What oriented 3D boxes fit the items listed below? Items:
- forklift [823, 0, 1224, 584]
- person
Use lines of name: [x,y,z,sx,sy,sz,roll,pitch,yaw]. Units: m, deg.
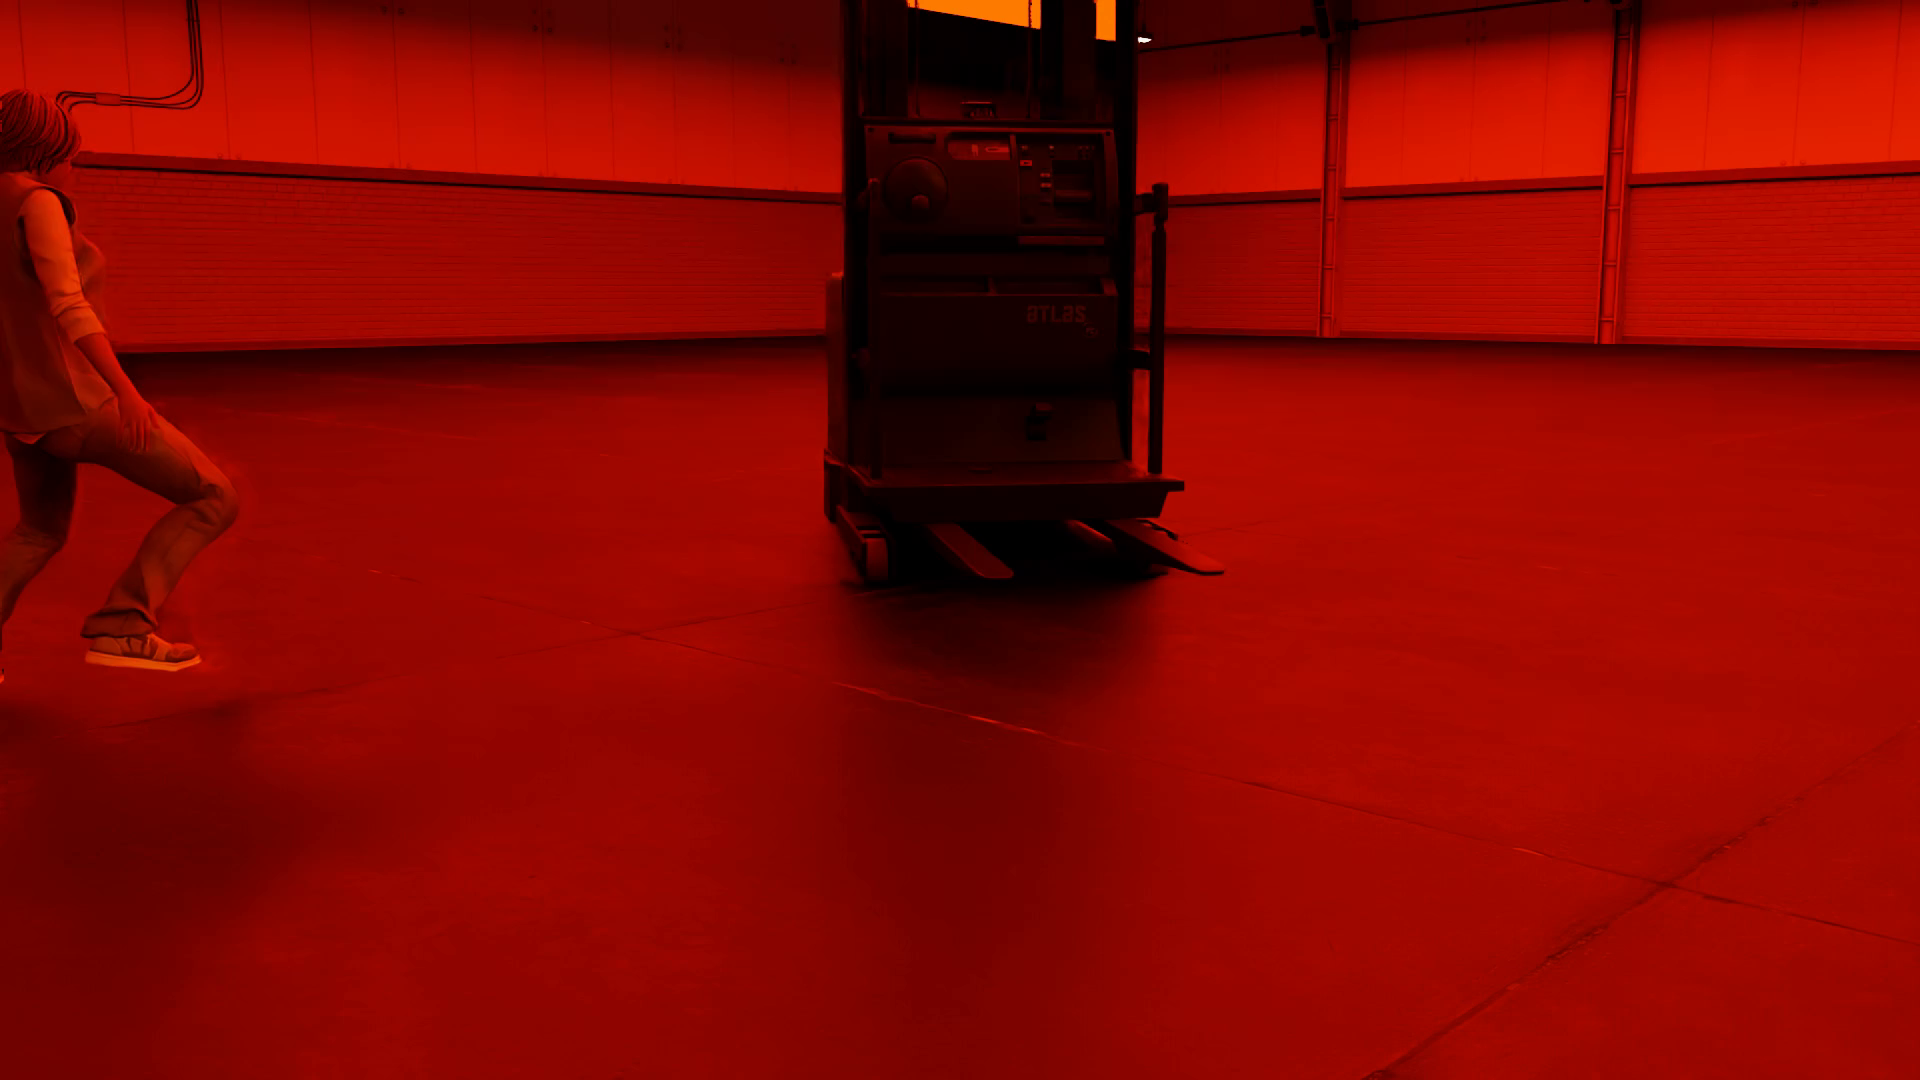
forklift: [0.154,-1.354,5.865,1.130,2.935,3.031,-1,9,-9]
person: [-2.203,-0.340,4.092,0.801,1.483,0.574,7,11,39]
